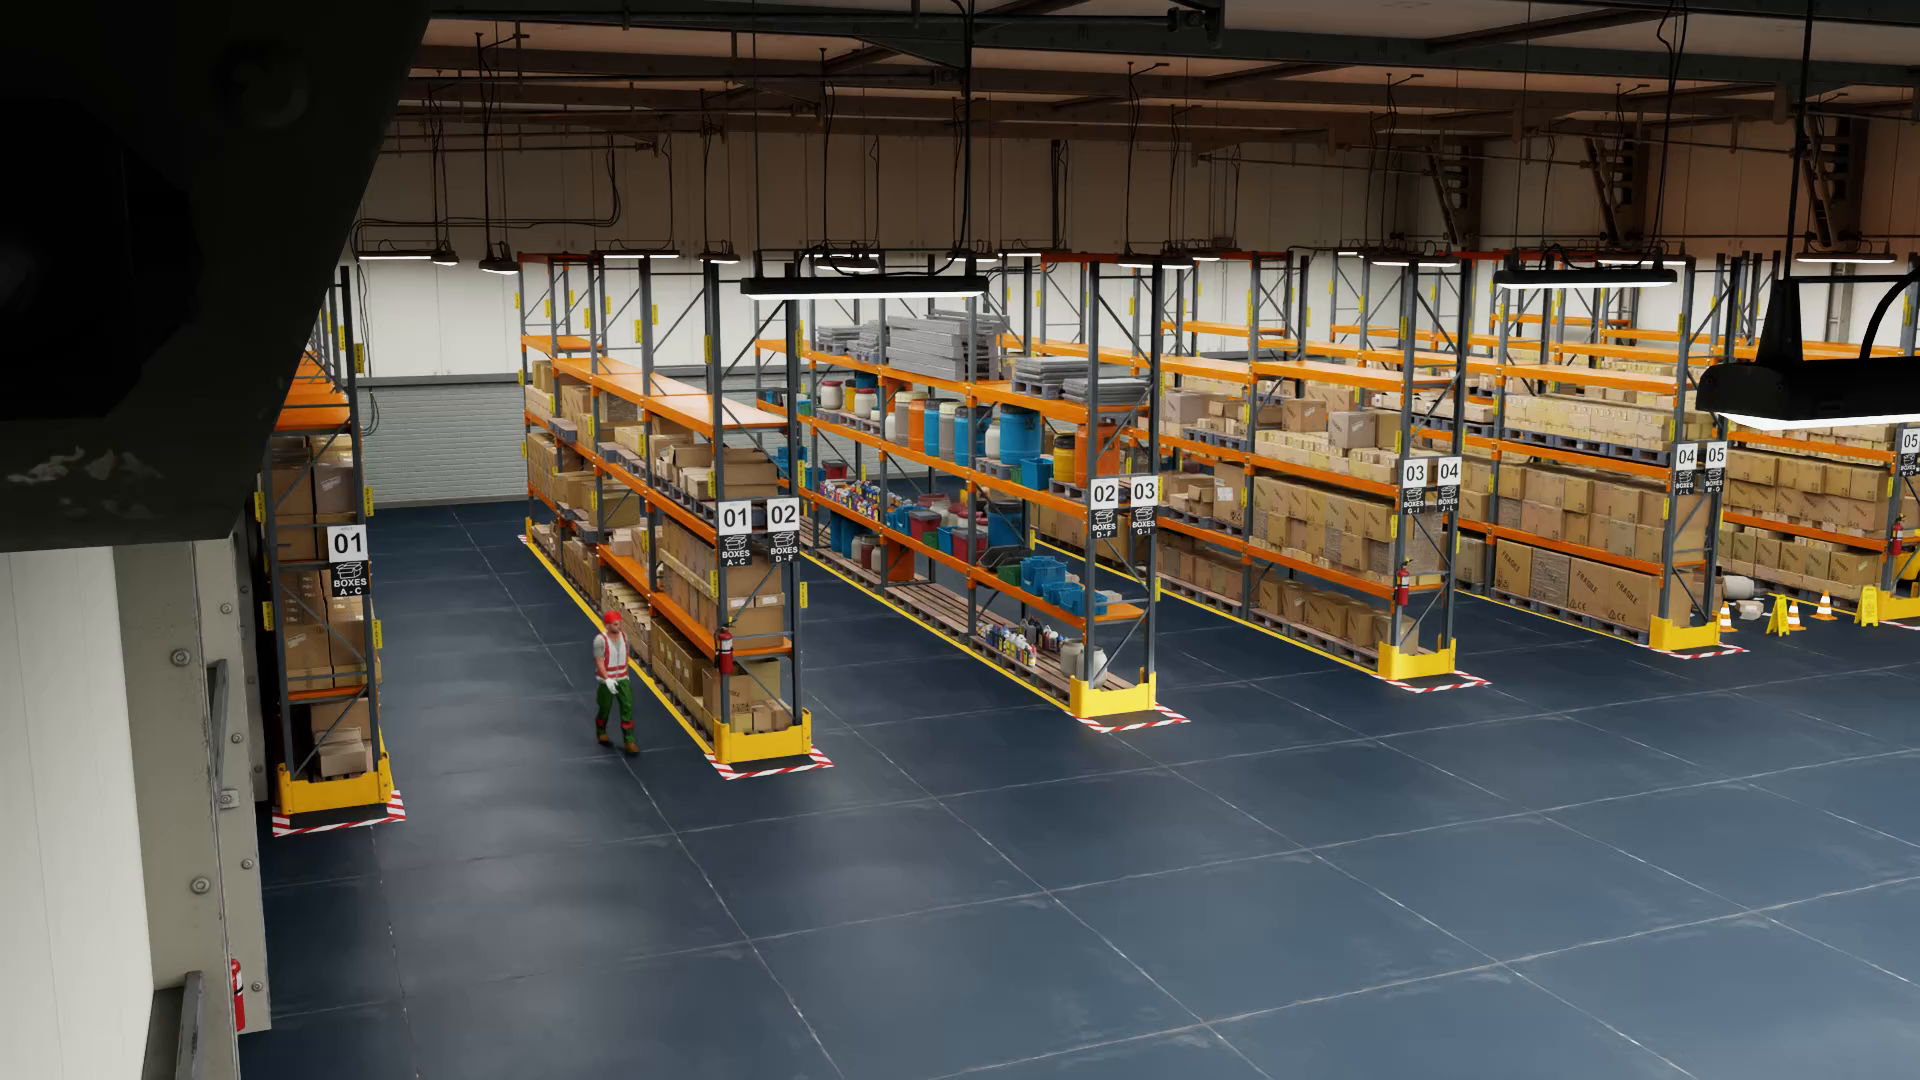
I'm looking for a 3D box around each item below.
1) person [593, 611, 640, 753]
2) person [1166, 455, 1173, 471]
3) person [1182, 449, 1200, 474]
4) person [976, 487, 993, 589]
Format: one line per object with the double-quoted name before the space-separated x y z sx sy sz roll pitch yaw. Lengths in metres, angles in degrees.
"person" -4.264 1.731 20.660 0.533 1.724 0.995 -8 13 -36
"person" 5.673 -2.467 44.065 0.743 1.567 0.405 -6 12 -28
"person" 4.972 -1.127 36.293 0.617 1.775 0.593 -4 11 -22
"person" 0.402 -0.036 28.978 0.581 1.800 0.402 10 14 44
